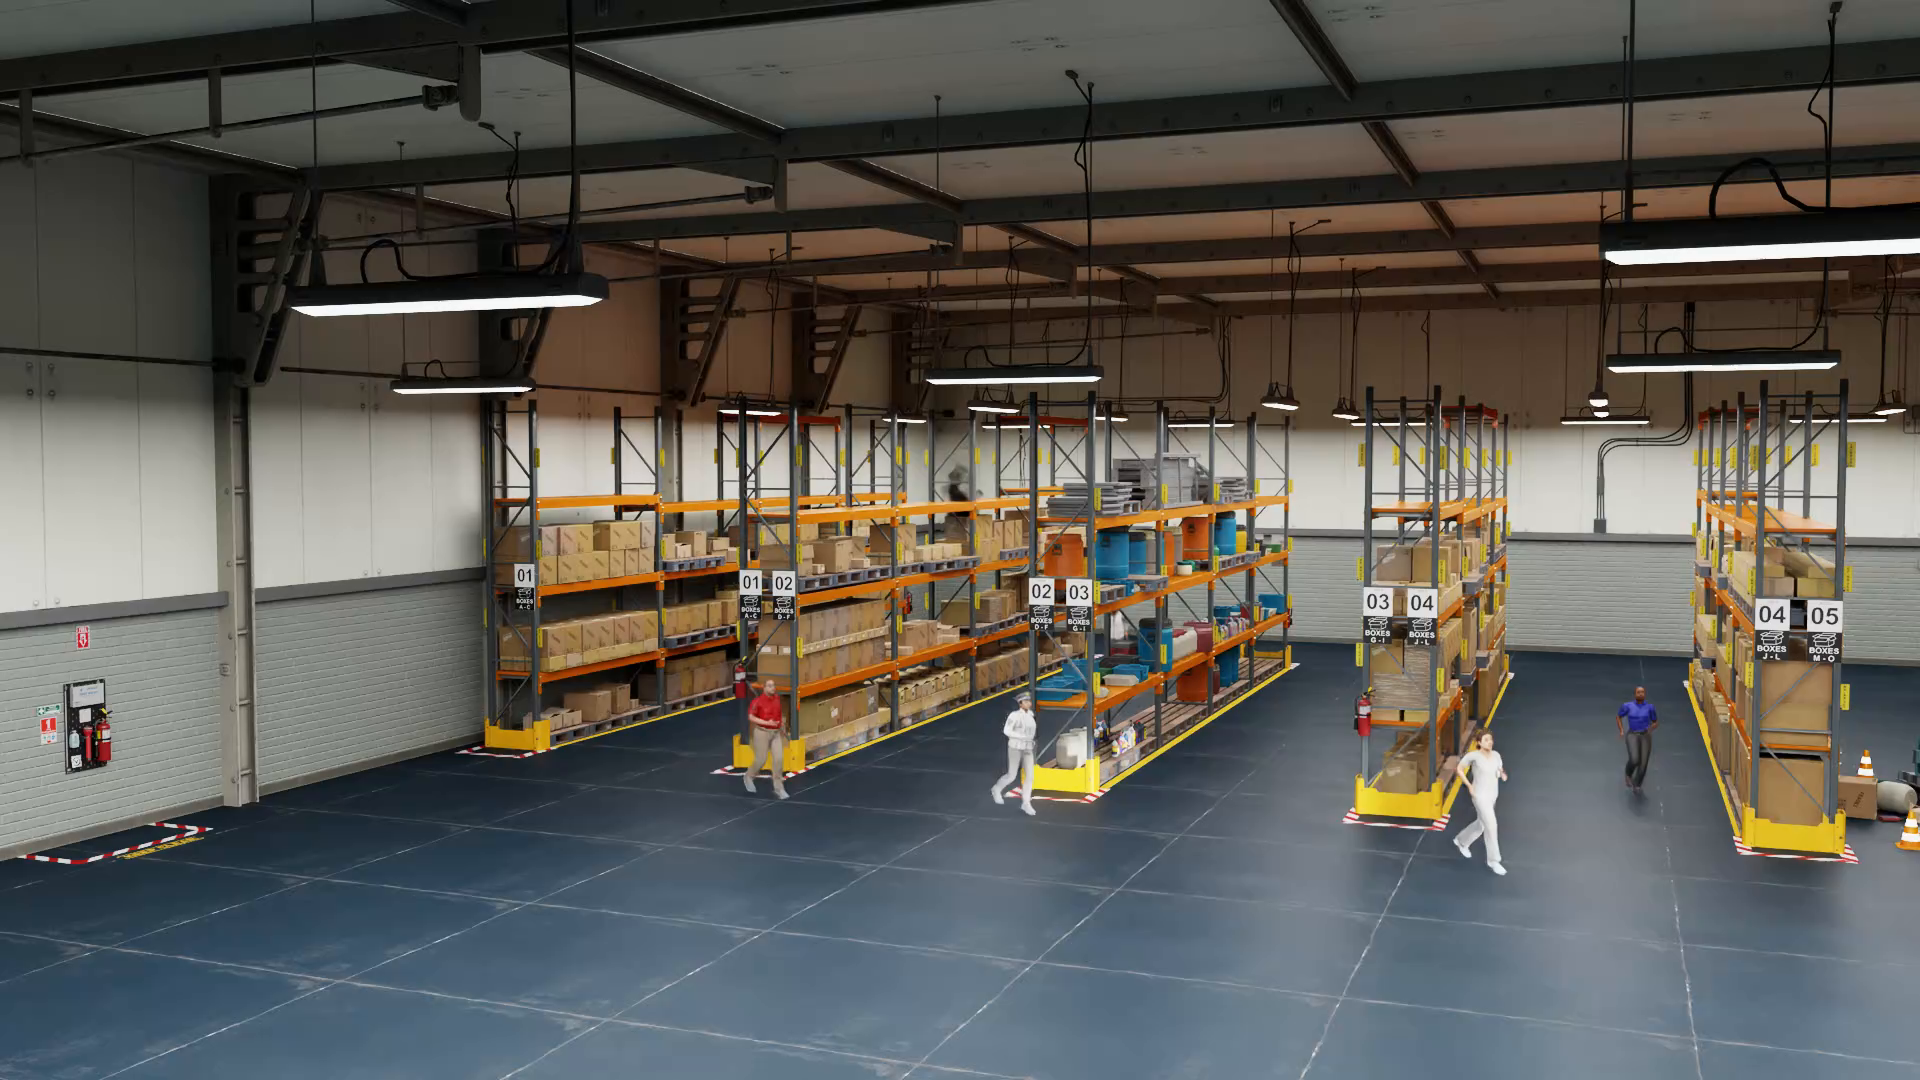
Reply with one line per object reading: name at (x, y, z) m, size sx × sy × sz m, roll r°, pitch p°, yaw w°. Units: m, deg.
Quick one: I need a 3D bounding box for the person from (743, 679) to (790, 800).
person at (-2.860, 2.923, 24.626) m, size 0.682 × 1.761 × 0.874 m, roll -3°, pitch 4°, yaw -43°

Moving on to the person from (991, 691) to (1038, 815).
person at (0.853, 2.994, 23.649) m, size 0.625 × 1.711 × 0.850 m, roll -2°, pitch 4°, yaw -37°

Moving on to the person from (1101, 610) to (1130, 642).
person at (3.549, 2.237, 38.222) m, size 0.625 × 1.758 × 0.768 m, roll 1°, pitch 3°, yaw 16°

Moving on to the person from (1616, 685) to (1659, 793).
person at (10.100, 2.971, 24.742) m, size 0.573 × 1.609 × 0.556 m, roll 1°, pitch 3°, yaw 12°

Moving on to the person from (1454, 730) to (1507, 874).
person at (6.409, 3.158, 20.362) m, size 0.553 × 1.691 × 0.896 m, roll -1°, pitch 3°, yaw -26°
